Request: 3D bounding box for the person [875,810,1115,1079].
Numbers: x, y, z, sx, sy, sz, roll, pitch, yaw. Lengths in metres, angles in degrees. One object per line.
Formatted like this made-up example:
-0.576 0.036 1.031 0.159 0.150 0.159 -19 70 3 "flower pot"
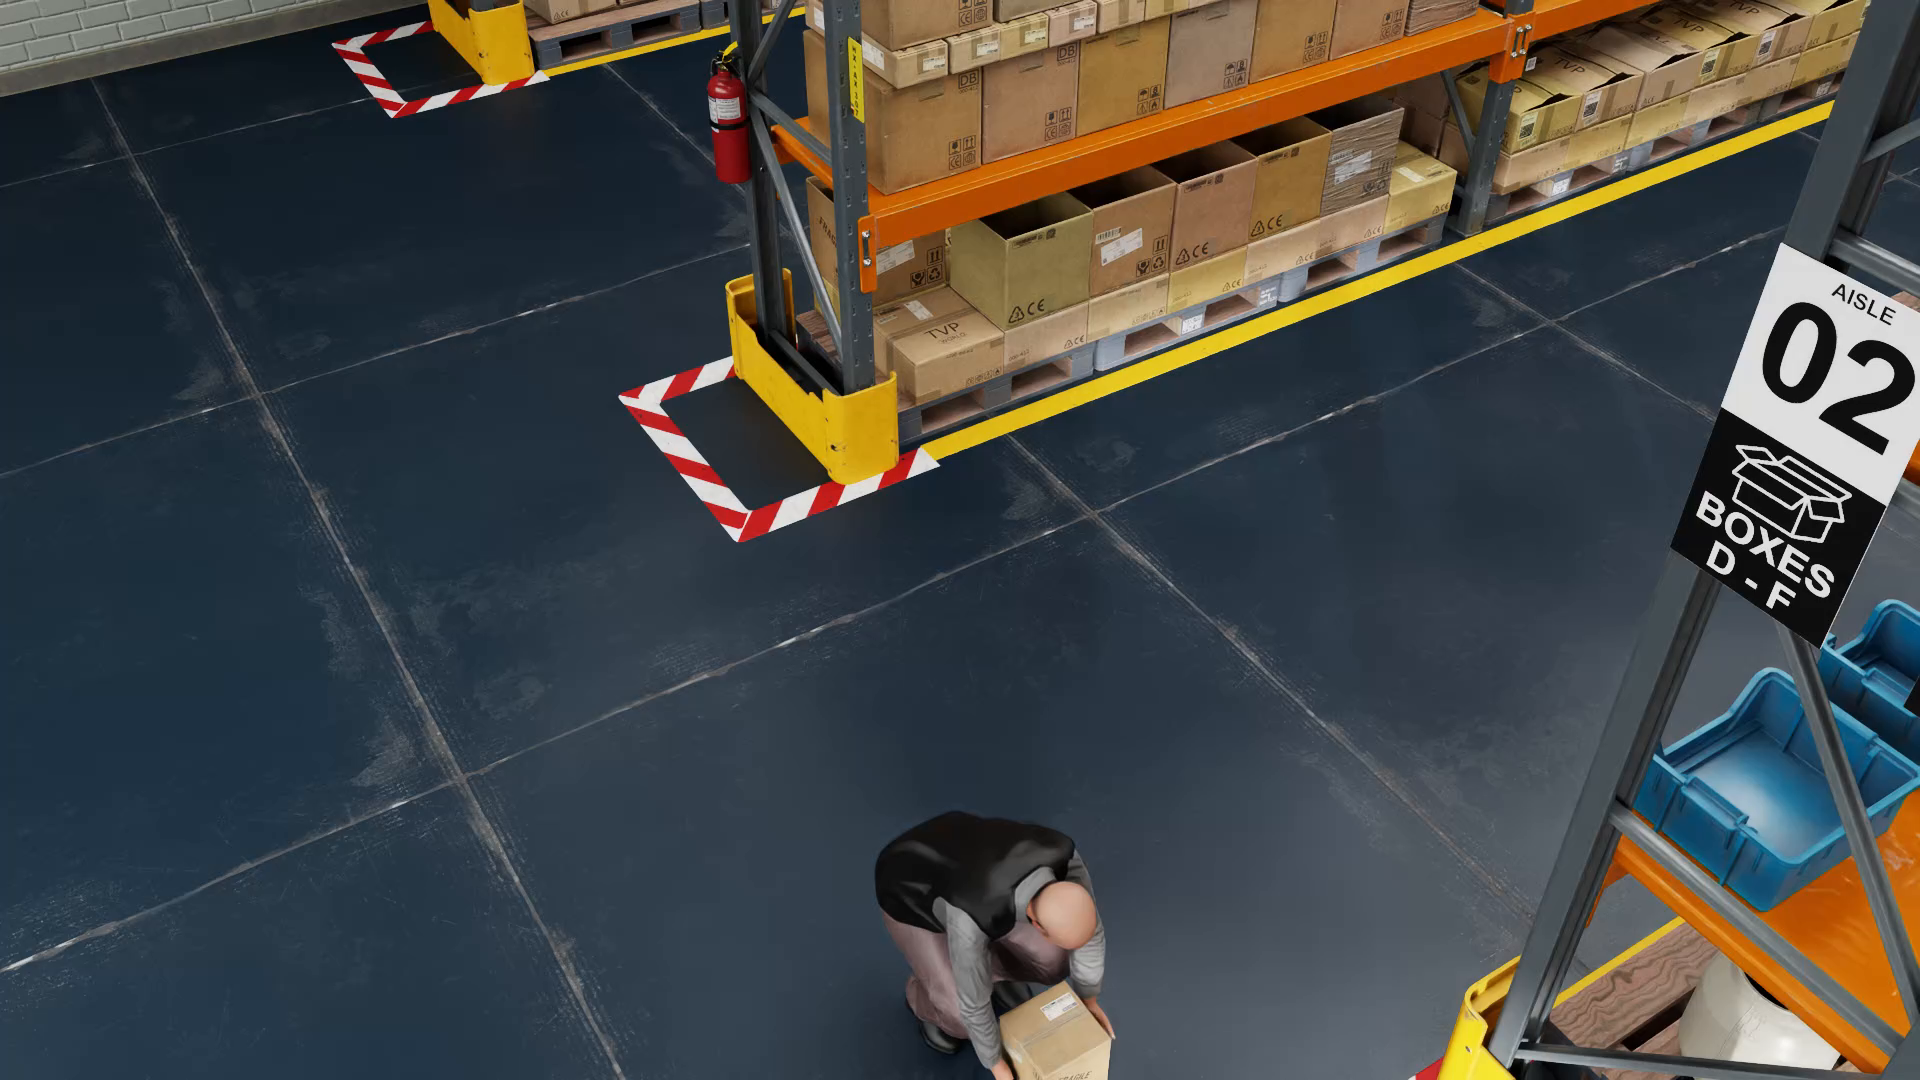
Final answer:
0.113 1.271 5.297 0.550 0.937 0.861 -23 45 -24 "person"
